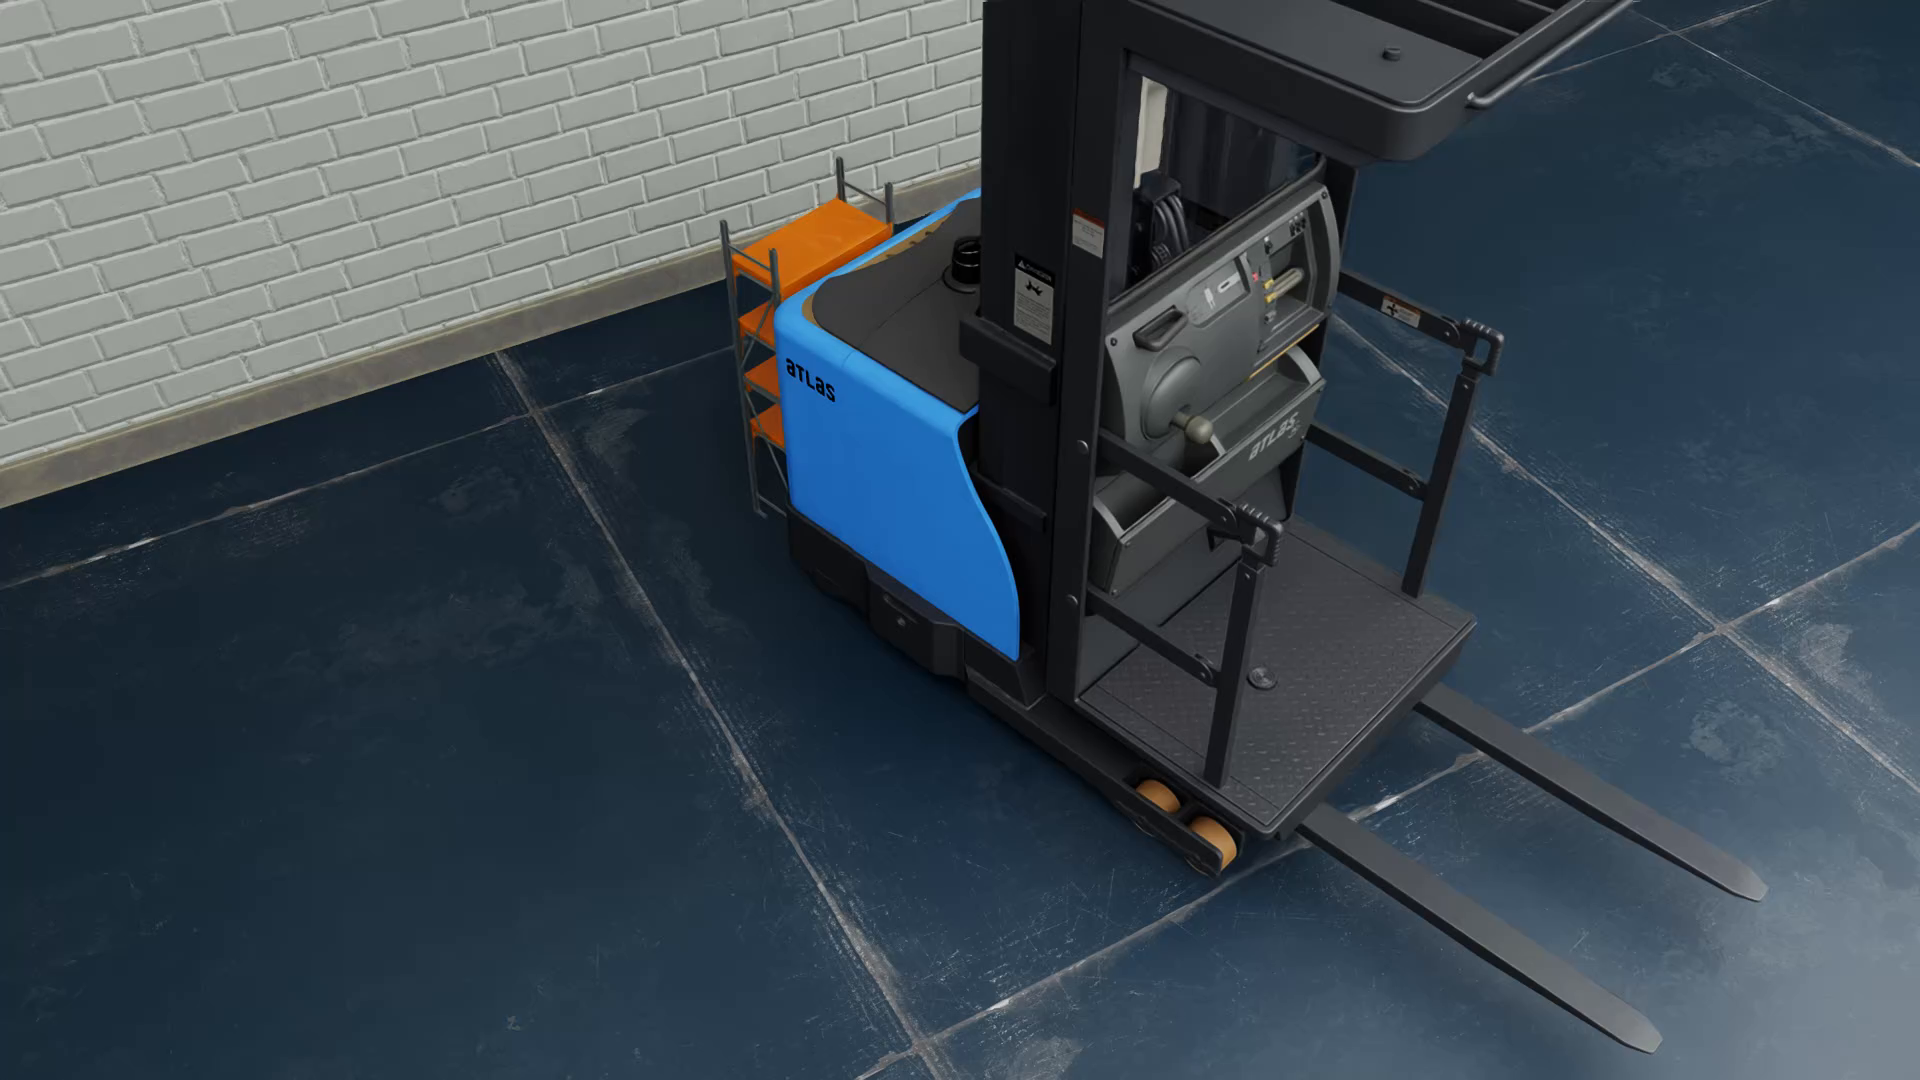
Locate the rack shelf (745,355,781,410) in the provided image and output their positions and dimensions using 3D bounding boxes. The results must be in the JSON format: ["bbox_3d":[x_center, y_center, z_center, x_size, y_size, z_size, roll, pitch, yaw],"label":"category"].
[{"bbox_3d":[-0.468,-0.556,5.558,0.258,0.148,0.480,33,53,29],"label":"rack shelf"}]

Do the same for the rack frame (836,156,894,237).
[{"bbox_3d":[-0.302,-0.729,5.640,0.240,1.200,0.015,33,53,29],"label":"rack frame"}]

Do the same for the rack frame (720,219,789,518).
[{"bbox_3d":[-0.634,-0.480,5.383,0.240,1.200,0.015,33,53,29],"label":"rack frame"}]

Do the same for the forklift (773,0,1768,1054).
[{"bbox_3d":[0.844,-0.510,4.171,3.031,2.935,1.130,33,53,30],"label":"forklift"}]

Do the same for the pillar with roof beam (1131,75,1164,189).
[{"bbox_3d":[2.986,-2.337,1.697,0.400,9.000,9.100,-22,48,-21],"label":"pillar with roof beam"}]

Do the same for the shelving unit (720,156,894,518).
[{"bbox_3d":[-0.468,-0.605,5.512,0.258,1.200,0.503,33,53,29],"label":"shelving unit"}]

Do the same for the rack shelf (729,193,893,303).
[{"bbox_3d":[-0.468,-0.887,5.238,0.258,0.148,0.480,33,53,29],"label":"rack shelf"}]

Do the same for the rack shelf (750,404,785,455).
[{"bbox_3d":[-0.468,-0.414,5.697,0.258,0.148,0.480,33,53,29],"label":"rack shelf"}]

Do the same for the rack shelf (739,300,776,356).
[{"bbox_3d":[-0.468,-0.717,5.403,0.258,0.148,0.480,33,53,29],"label":"rack shelf"}]
